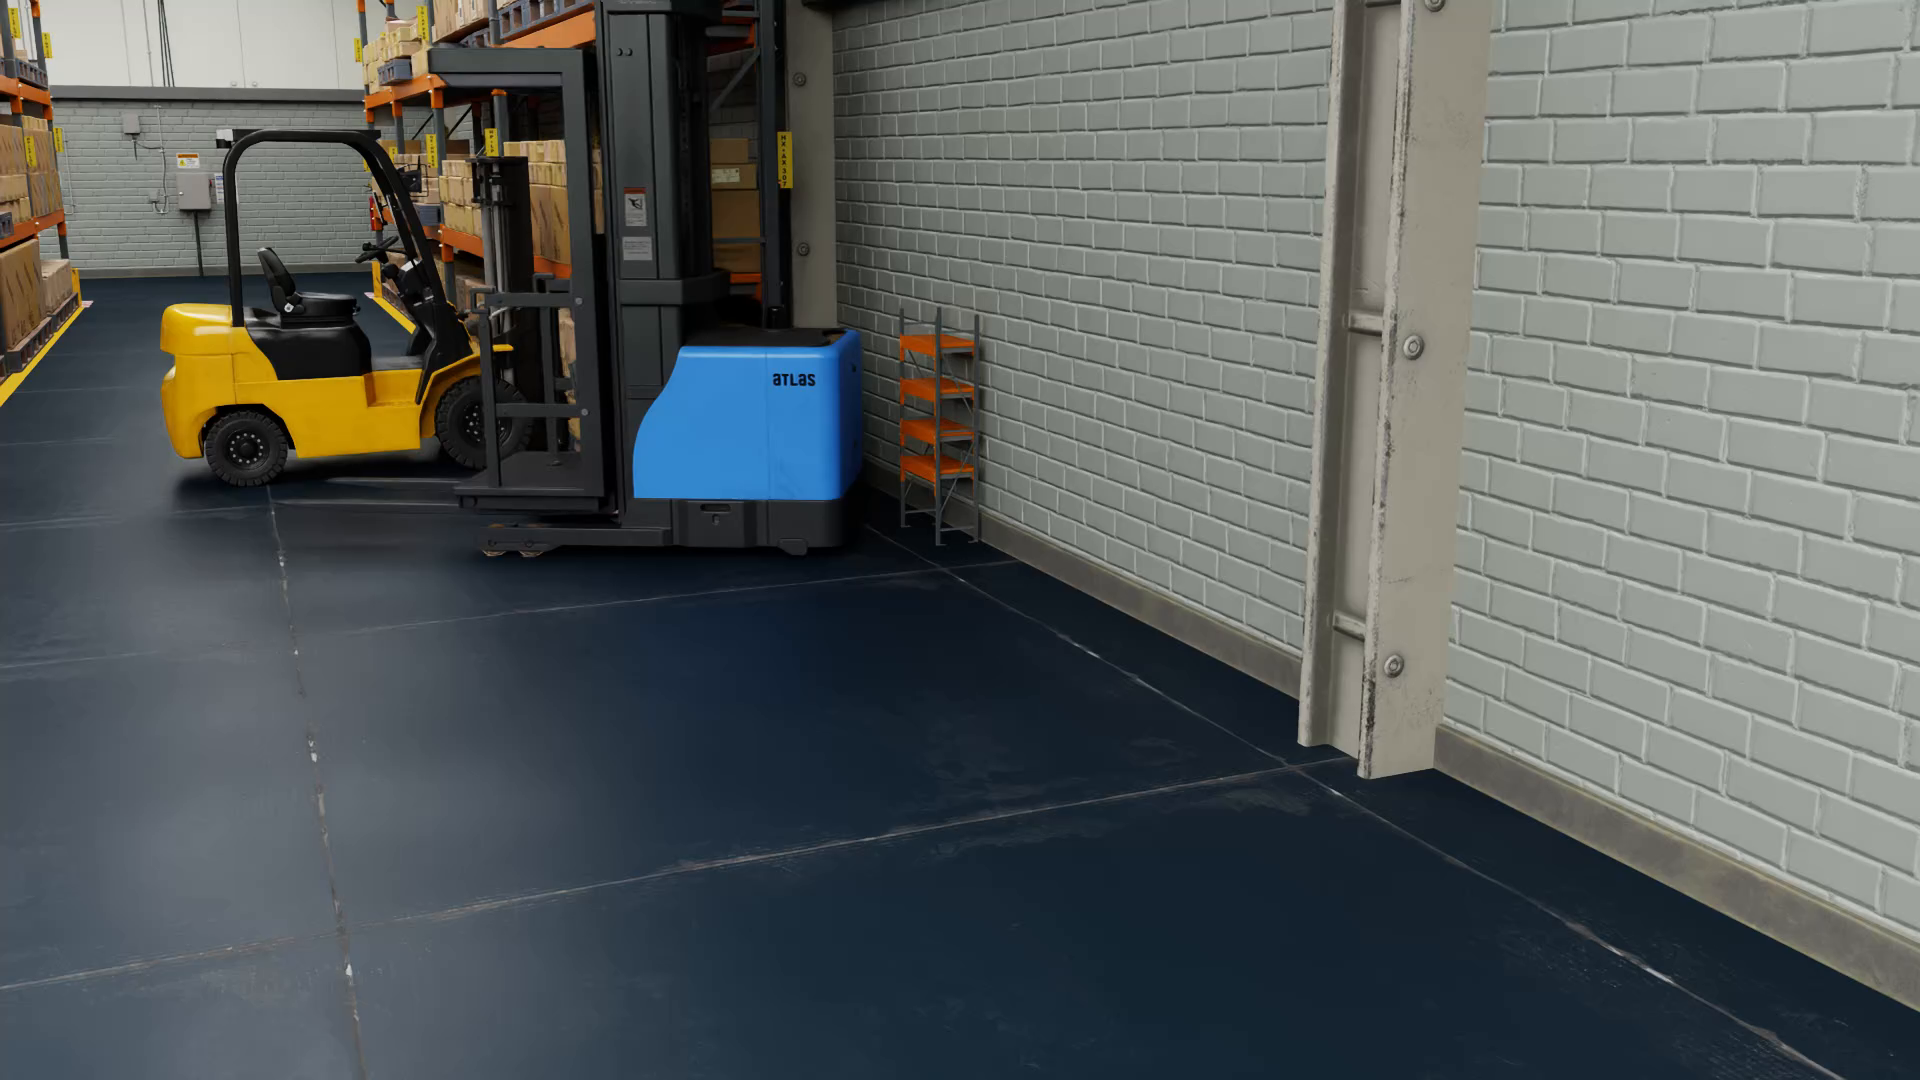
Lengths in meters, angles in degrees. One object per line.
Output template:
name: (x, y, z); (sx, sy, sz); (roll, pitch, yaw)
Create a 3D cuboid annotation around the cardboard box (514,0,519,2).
cardboard box: (-2.945, -3.883, 11.745); (0.380, 0.149, 0.250); (-5, 14, -21)

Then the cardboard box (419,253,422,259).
cardboard box: (-6.278, -3.376, 19.980); (0.380, 0.149, 0.250); (-6, 14, -25)

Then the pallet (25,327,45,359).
pallet: (-10.035, -2.009, 17.084); (1.003, 0.211, 1.213); (-6, 14, -23)

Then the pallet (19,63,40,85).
pallet: (-11.709, -5.613, 20.013); (1.003, 0.211, 1.213); (-6, 14, -23)

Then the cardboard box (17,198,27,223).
cardboard box: (-10.292, -3.525, 17.779); (0.500, 0.250, 0.500); (-6, 14, -24)

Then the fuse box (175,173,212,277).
fuse box: (-12.805, -5.294, 27.949); (0.539, 1.711, 0.414); (-6, 14, -23)

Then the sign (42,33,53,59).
sign: (-12.005, -6.500, 21.860); (0.100, 0.325, 0.005); (-6, 14, -23)

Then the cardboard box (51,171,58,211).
cardboard box: (-11.885, -4.467, 21.298); (0.500, 0.500, 0.500); (-6, 14, -24)

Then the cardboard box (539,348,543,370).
cardboard box: (-2.648, -1.237, 11.619); (0.500, 0.250, 0.500); (-6, 14, -23)

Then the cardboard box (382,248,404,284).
cardboard box: (-7.803, -3.902, 23.682); (0.797, 0.503, 0.637); (-6, 14, -25)

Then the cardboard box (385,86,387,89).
cardboard box: (-7.063, -5.767, 21.039); (0.380, 0.149, 0.250); (-6, 14, -23)

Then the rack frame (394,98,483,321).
rack frame: (-6.359, -4.222, 20.460); (1.000, 3.000, 0.127); (-6, 14, -23)

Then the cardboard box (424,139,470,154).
cardboard box: (-6.712, -4.991, 21.792); (0.500, 0.500, 0.500); (-6, 14, -25)

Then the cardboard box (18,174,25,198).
cardboard box: (-10.299, -3.772, 17.738); (0.500, 0.250, 0.500); (-5, 14, -22)

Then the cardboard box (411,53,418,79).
cardboard box: (-5.588, -5.075, 17.826); (0.500, 0.250, 0.500); (-6, 14, -23)

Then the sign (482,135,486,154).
sign: (-5.852, -4.837, 20.549); (0.100, 0.325, 0.005); (-6, 14, -23)

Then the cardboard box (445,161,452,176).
cardboard box: (-4.791, -3.613, 16.167); (0.380, 0.149, 0.250); (-5, 14, -22)

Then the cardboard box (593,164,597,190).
cardboard box: (-2.078, -2.204, 10.080); (0.380, 0.149, 0.250); (-5, 14, -22)

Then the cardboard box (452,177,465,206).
cardboard box: (-4.410, -3.239, 15.437); (0.500, 0.250, 0.500); (-6, 14, -24)

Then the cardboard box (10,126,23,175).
cardboard box: (-10.283, -4.133, 17.635); (0.500, 0.500, 0.500); (-5, 14, -22)

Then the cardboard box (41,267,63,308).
cardboard box: (-11.418, -3.054, 20.162); (0.875, 0.438, 0.875); (-6, 14, -25)

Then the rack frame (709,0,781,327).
rack frame: (-1.552, -1.743, 9.748); (1.000, 3.000, 0.127); (-6, 14, -23)

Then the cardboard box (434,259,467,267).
cardboard box: (-5.692, -3.054, 18.587); (0.380, 0.149, 0.250); (-6, 14, -26)

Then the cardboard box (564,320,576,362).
cardboard box: (-2.233, -1.267, 10.641); (0.500, 0.250, 0.500); (-5, 14, -22)

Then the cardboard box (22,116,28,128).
cardboard box: (-11.096, -4.871, 19.385); (0.380, 0.149, 0.250); (-6, 14, -23)

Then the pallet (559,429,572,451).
pallet: (-2.382, -0.790, 11.816); (1.003, 0.211, 1.213); (-6, 14, -23)

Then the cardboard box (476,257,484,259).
cardboard box: (-5.317, -3.156, 19.029); (0.380, 0.149, 0.250); (-6, 14, -25)

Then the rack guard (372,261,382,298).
rack guard: (-7.931, -3.815, 24.244); (1.175, 0.500, 0.348); (-6, 14, -23)

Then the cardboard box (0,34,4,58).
cardboard box: (-10.360, -5.232, 17.439); (0.500, 0.311, 0.500); (-6, 14, -23)

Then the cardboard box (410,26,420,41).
cardboard box: (-5.686, -5.435, 17.839); (0.380, 0.149, 0.250); (-6, 14, -23)

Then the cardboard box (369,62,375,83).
cardboard box: (-7.618, -6.255, 22.265); (0.500, 0.250, 0.500); (-6, 14, -25)

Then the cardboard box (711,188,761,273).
cardboard box: (-1.496, -1.919, 10.287); (0.500, 0.500, 0.500); (-5, 14, -21)

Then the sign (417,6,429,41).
sign: (-5.255, -5.060, 16.283); (0.100, 0.325, 0.005); (-6, 14, -23)

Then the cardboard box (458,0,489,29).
cardboard box: (-3.975, -4.527, 14.168); (0.500, 0.311, 0.500); (-6, 14, -25)

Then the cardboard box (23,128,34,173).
cardboard box: (-10.875, -4.429, 18.915); (0.500, 0.500, 0.500); (-6, 14, -23)

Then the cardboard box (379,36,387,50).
cardboard box: (-6.641, -5.858, 19.620); (0.380, 0.149, 0.250); (-5, 14, -21)

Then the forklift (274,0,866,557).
forklift: (-2.067, -1.458, 8.668); (3.031, 2.935, 1.130); (1, 13, 4)

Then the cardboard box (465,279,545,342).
cardboard box: (-4.251, -2.179, 15.967); (0.875, 0.625, 0.625); (-5, 14, -21)

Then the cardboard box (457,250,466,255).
cardboard box: (-5.948, -3.475, 20.405); (0.380, 0.149, 0.250); (-6, 14, -25)

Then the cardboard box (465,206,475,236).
cardboard box: (-4.187, -2.891, 15.043); (0.500, 0.250, 0.500); (-5, 14, -21)

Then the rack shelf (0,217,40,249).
rack shelf: (-10.105, -3.009, 16.815); (1.077, 0.370, 4.000); (-6, 14, -23)

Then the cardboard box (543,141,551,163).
cardboard box: (-2.710, -2.727, 11.681); (0.380, 0.149, 0.250); (-6, 14, -23)

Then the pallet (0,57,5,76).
pallet: (-10.493, -4.956, 17.404); (0.805, 0.209, 1.217); (-6, 14, -25)

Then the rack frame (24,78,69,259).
rack frame: (-12.508, -4.599, 22.090); (1.000, 3.000, 0.127); (-6, 14, -23)

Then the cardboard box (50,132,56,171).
cardboard box: (-12.097, -5.057, 21.629); (0.500, 0.500, 0.500); (-5, 14, -21)

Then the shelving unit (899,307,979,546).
shelving unit: (-0.115, -0.615, 8.863); (0.258, 1.200, 0.503); (-6, 14, -23)

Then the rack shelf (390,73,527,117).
rack shelf: (-5.558, -4.920, 18.417); (1.077, 0.370, 4.000); (-6, 14, -23)

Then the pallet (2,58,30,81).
pallet: (-11.224, -5.361, 18.926); (1.003, 0.211, 1.213); (-6, 14, -23)

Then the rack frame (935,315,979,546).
rack frame: (-0.015, -0.564, 8.646); (0.240, 1.200, 0.015); (-6, 14, -23)

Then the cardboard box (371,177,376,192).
cardboard box: (-8.027, -5.002, 23.504); (0.500, 0.250, 0.500); (-6, 14, -23)

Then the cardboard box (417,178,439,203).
cardboard box: (-5.476, -3.716, 17.674); (0.500, 0.250, 0.500); (-6, 14, -26)

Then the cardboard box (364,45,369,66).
cardboard box: (-7.827, -6.604, 22.664); (0.500, 0.250, 0.500); (-6, 14, -23)

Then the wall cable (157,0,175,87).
wall cable: (-11.787, -9.001, 27.722); (2.988, 3.039, 0.133); (-6, 14, -23)
